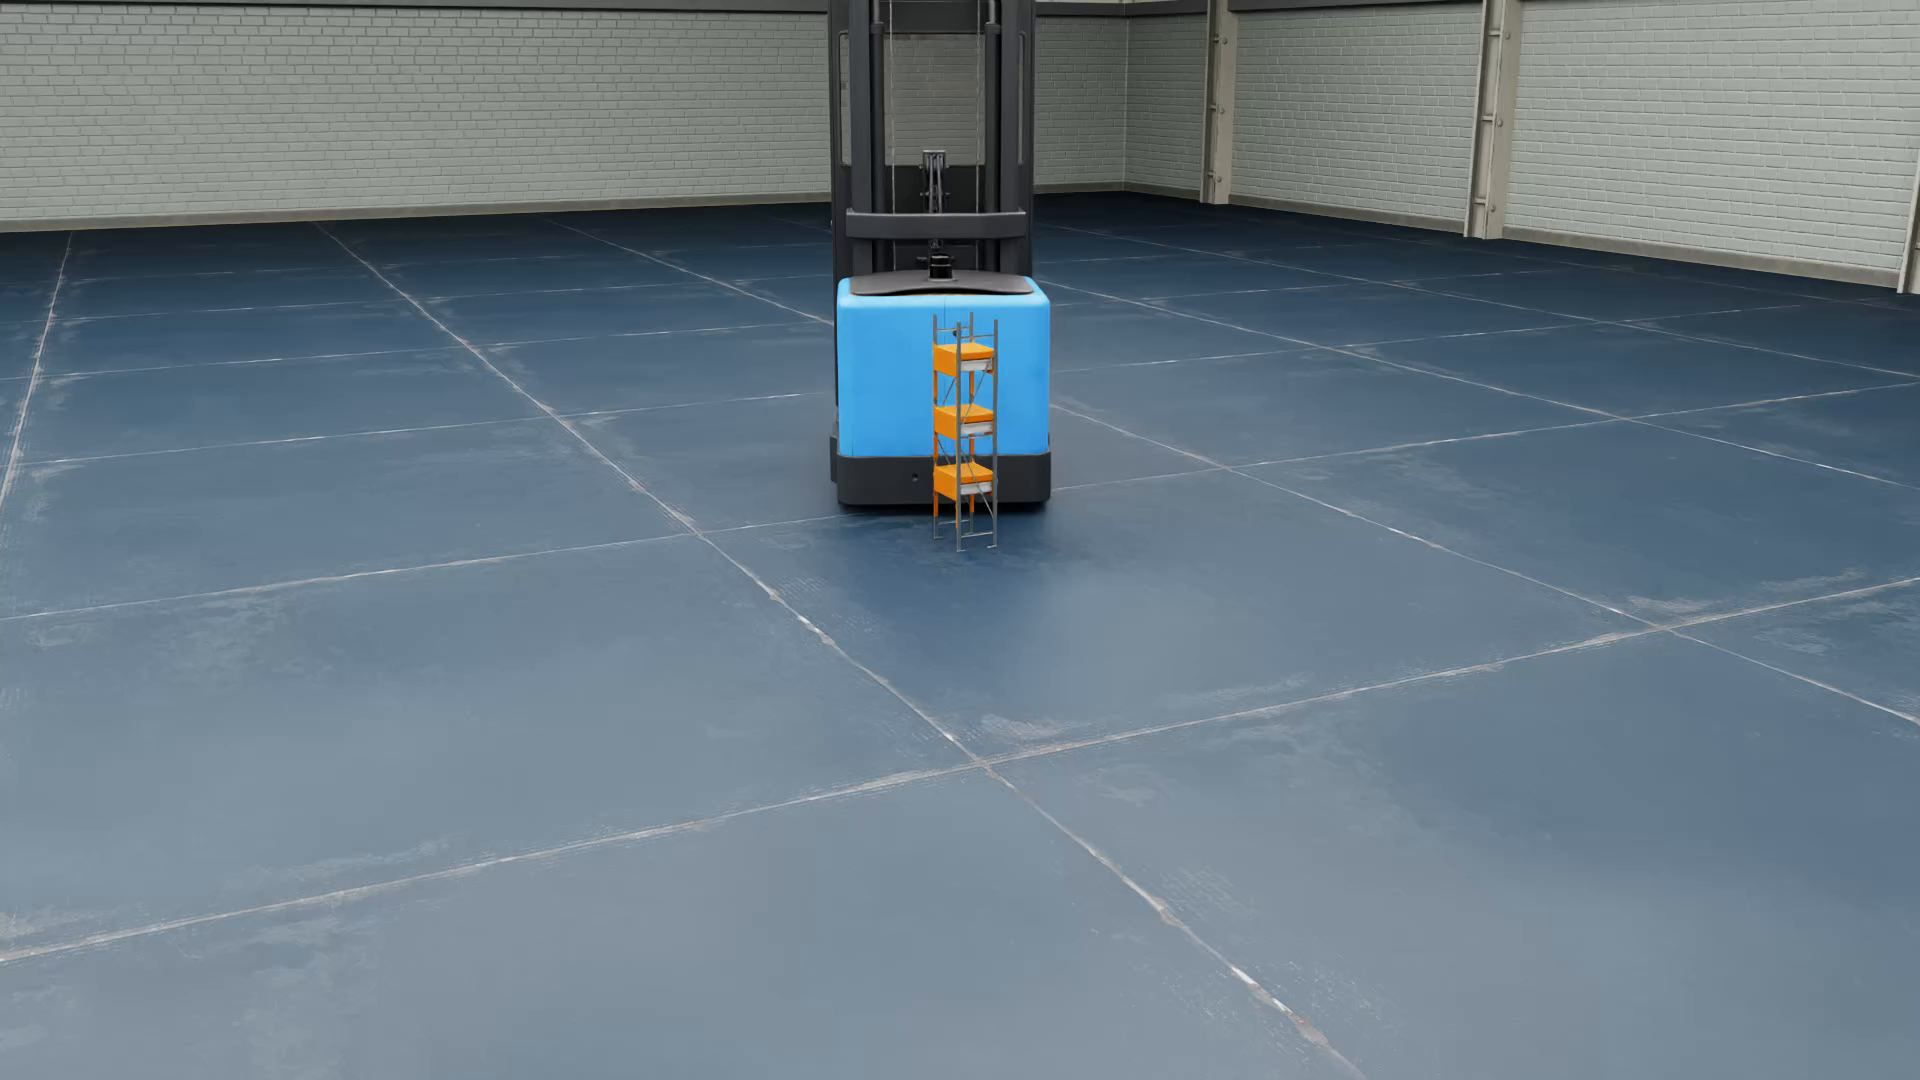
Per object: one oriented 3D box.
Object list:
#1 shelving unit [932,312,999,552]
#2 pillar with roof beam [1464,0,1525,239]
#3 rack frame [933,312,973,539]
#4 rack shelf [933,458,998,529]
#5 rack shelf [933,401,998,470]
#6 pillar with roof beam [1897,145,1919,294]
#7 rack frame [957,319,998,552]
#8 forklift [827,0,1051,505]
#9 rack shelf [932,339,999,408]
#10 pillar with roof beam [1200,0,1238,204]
[{"bbox_3d":[0.023,-0.491,7.560,0.215,1.050,0.252,-8,18,-25],"label":"shelving unit"},{"bbox_3d":[2.800,-7.662,18.137,9.100,9.000,0.400,-8,18,-25],"label":"pillar with roof beam"},{"bbox_3d":[-0.030,-0.522,7.665,0.200,1.050,0.008,-8,18,-25],"label":"rack frame"},{"bbox_3d":[0.023,-0.214,7.639,0.215,0.259,0.240,-8,18,-25],"label":"rack shelf"},{"bbox_3d":[0.023,-0.481,7.563,0.215,0.259,0.240,-8,18,-25],"label":"rack shelf"},{"bbox_3d":[5.428,-6.174,12.952,9.100,9.000,0.400,-8,18,-25],"label":"pillar with roof beam"},{"bbox_3d":[0.077,-0.461,7.454,0.200,1.050,0.008,-8,18,-25],"label":"rack frame"},{"bbox_3d":[-0.165,-1.933,9.171,1.130,2.935,3.031,-1,16,-3],"label":"forklift"},{"bbox_3d":[0.023,-0.754,7.484,0.215,0.259,0.240,-8,18,-25],"label":"rack shelf"},{"bbox_3d":[0.171,-9.150,23.321,9.100,9.000,0.400,-8,18,-25],"label":"pillar with roof beam"}]
